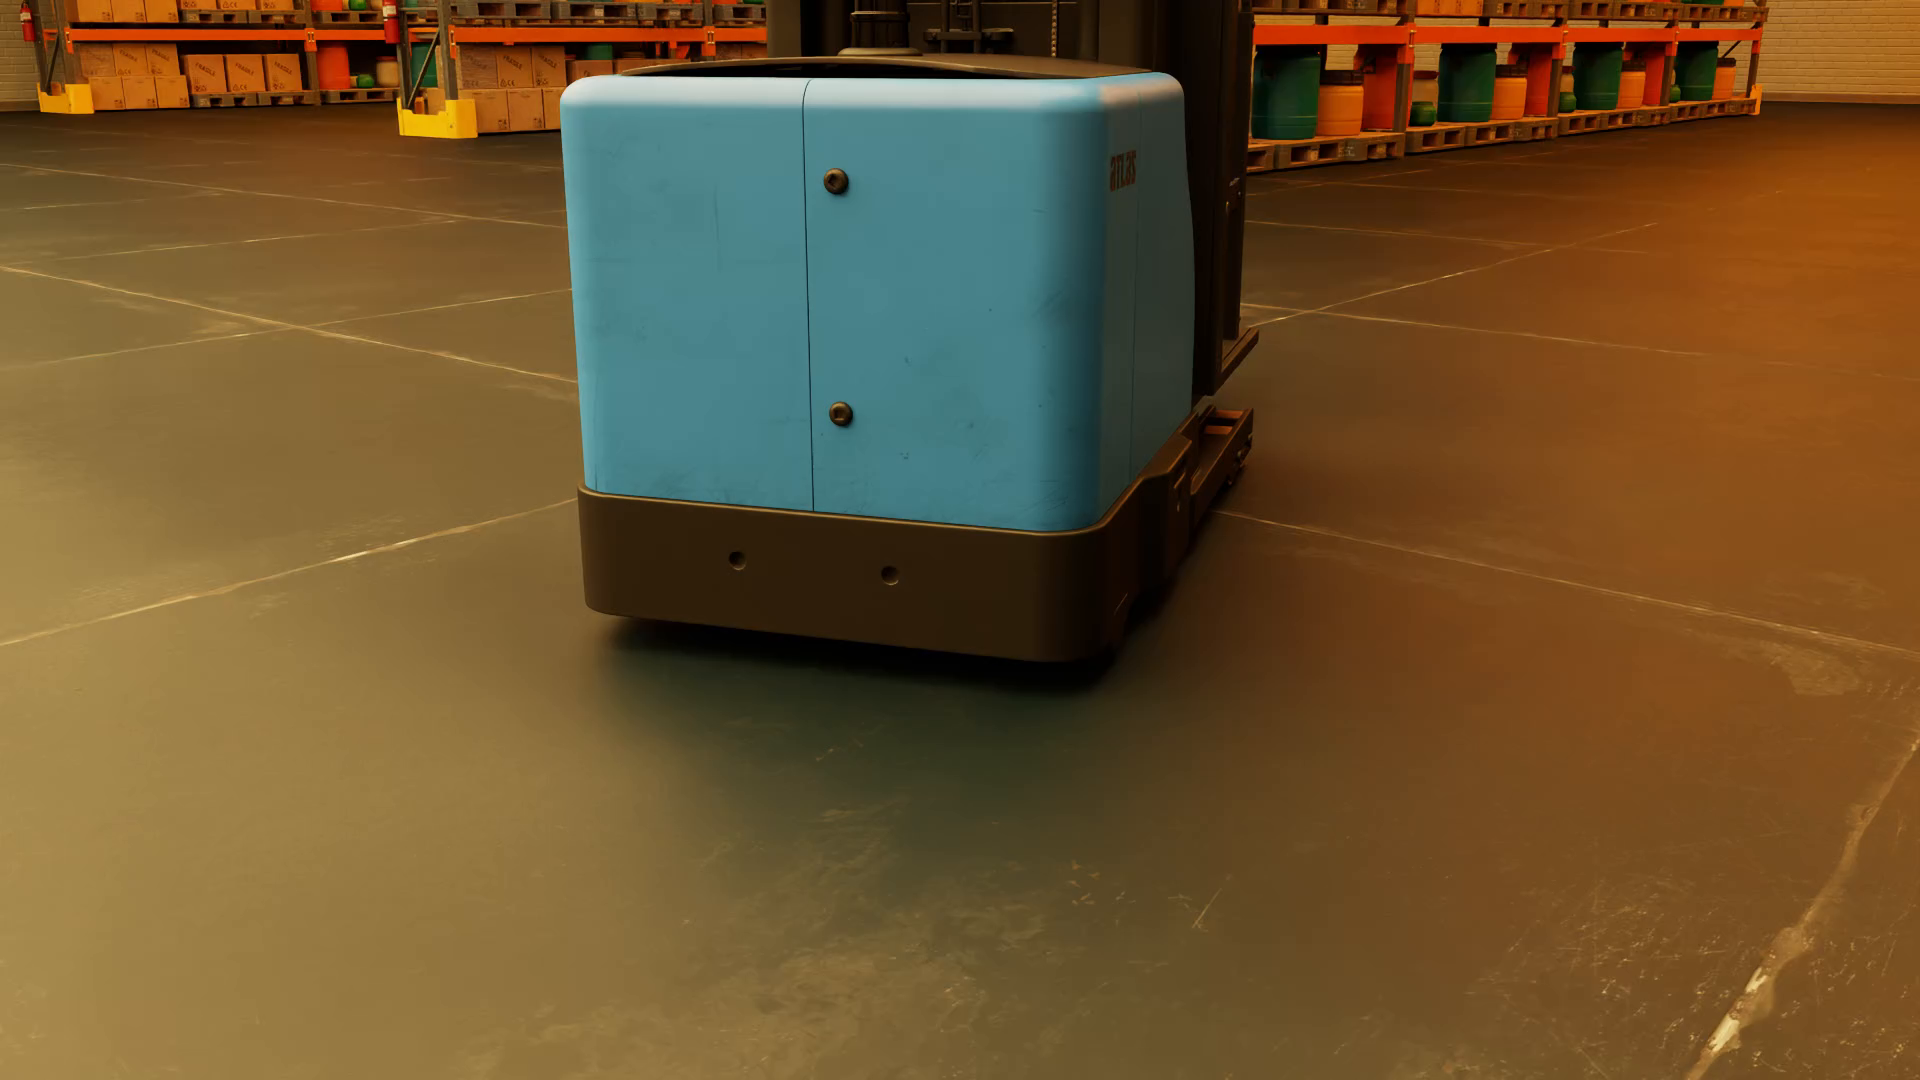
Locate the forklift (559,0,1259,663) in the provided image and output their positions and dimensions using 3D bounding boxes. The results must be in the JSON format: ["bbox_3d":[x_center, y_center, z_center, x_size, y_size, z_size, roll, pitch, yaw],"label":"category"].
[{"bbox_3d":[0.182,-1.571,4.072,1.130,2.935,3.031,5,18,17],"label":"forklift"}]
